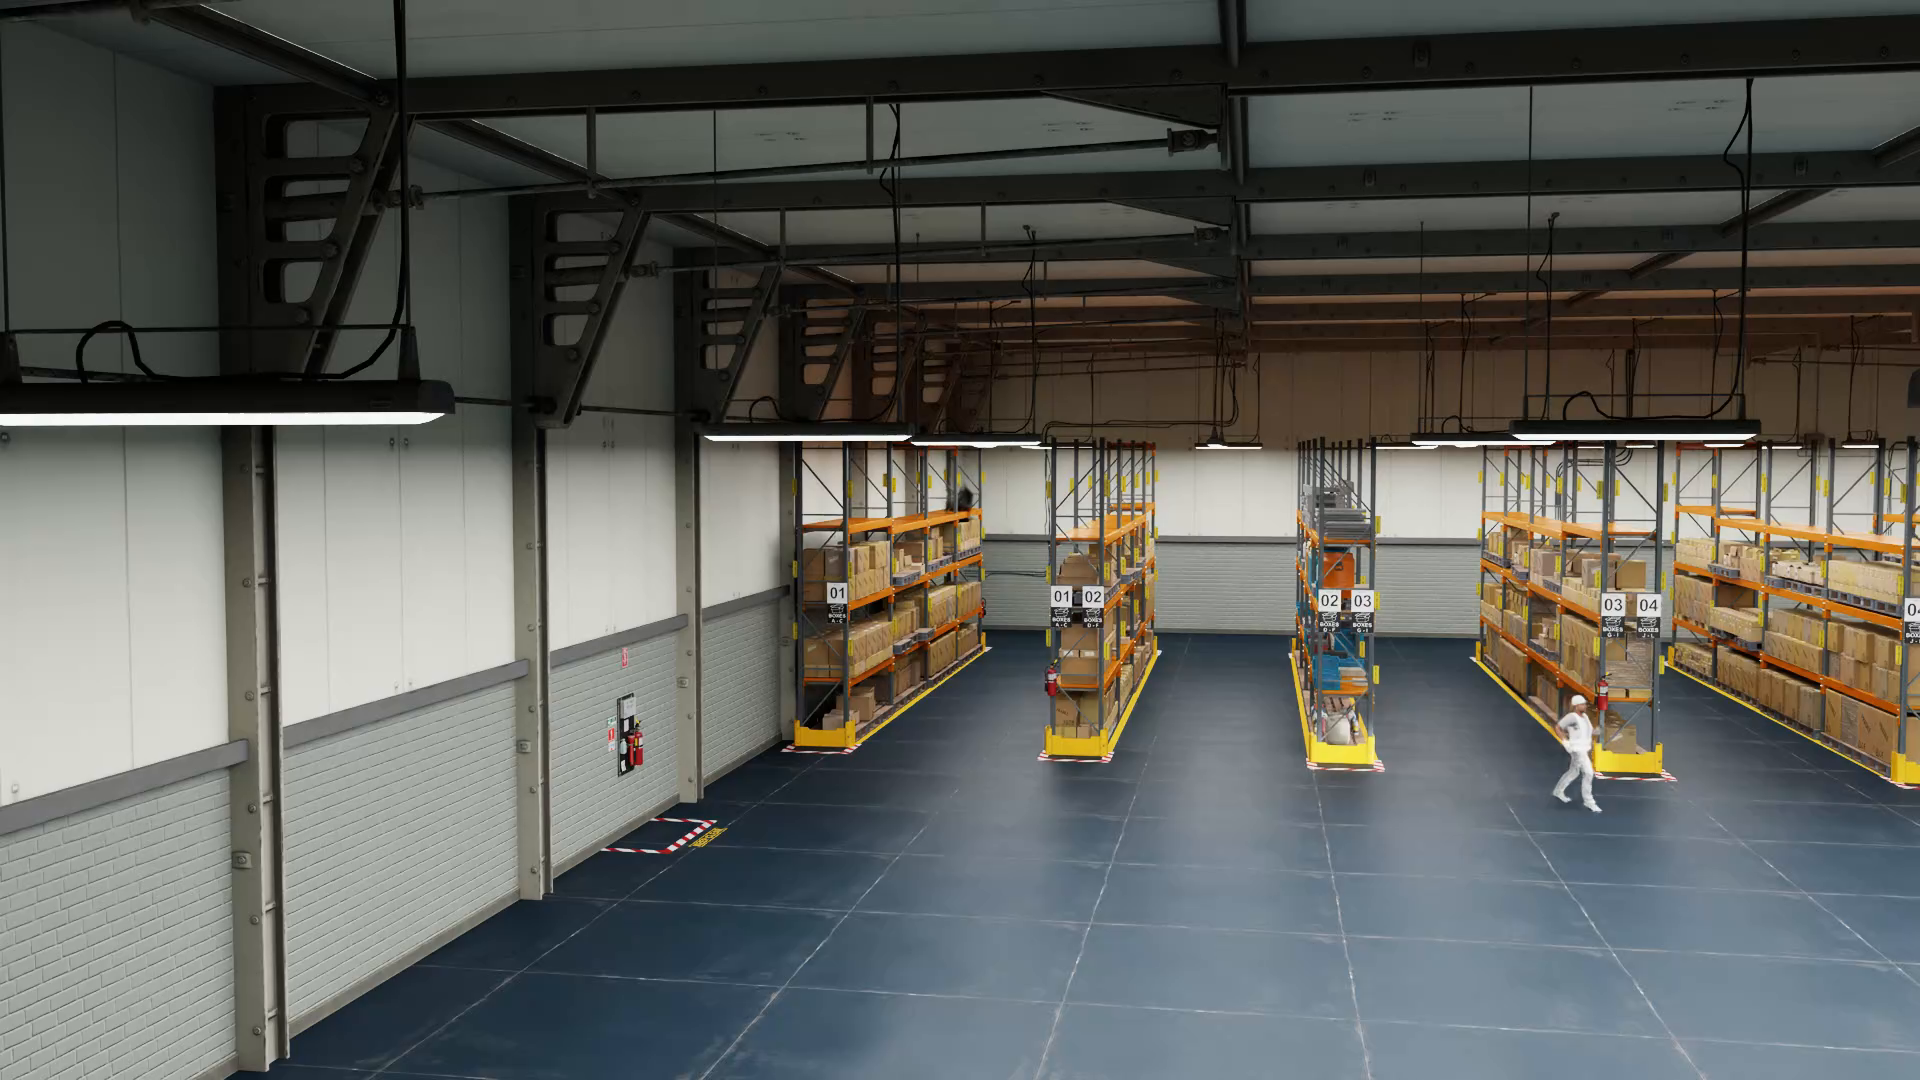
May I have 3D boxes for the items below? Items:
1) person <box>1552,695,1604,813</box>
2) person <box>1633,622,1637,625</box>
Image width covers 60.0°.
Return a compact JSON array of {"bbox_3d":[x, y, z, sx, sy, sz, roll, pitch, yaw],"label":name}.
[{"bbox_3d":[9.915,3.403,26.673,0.853,1.830,0.672,2,4,38],"label":"person"},{"bbox_3d":[17.479,2.682,42.821,0.553,1.588,0.796,1,3,13],"label":"person"}]
